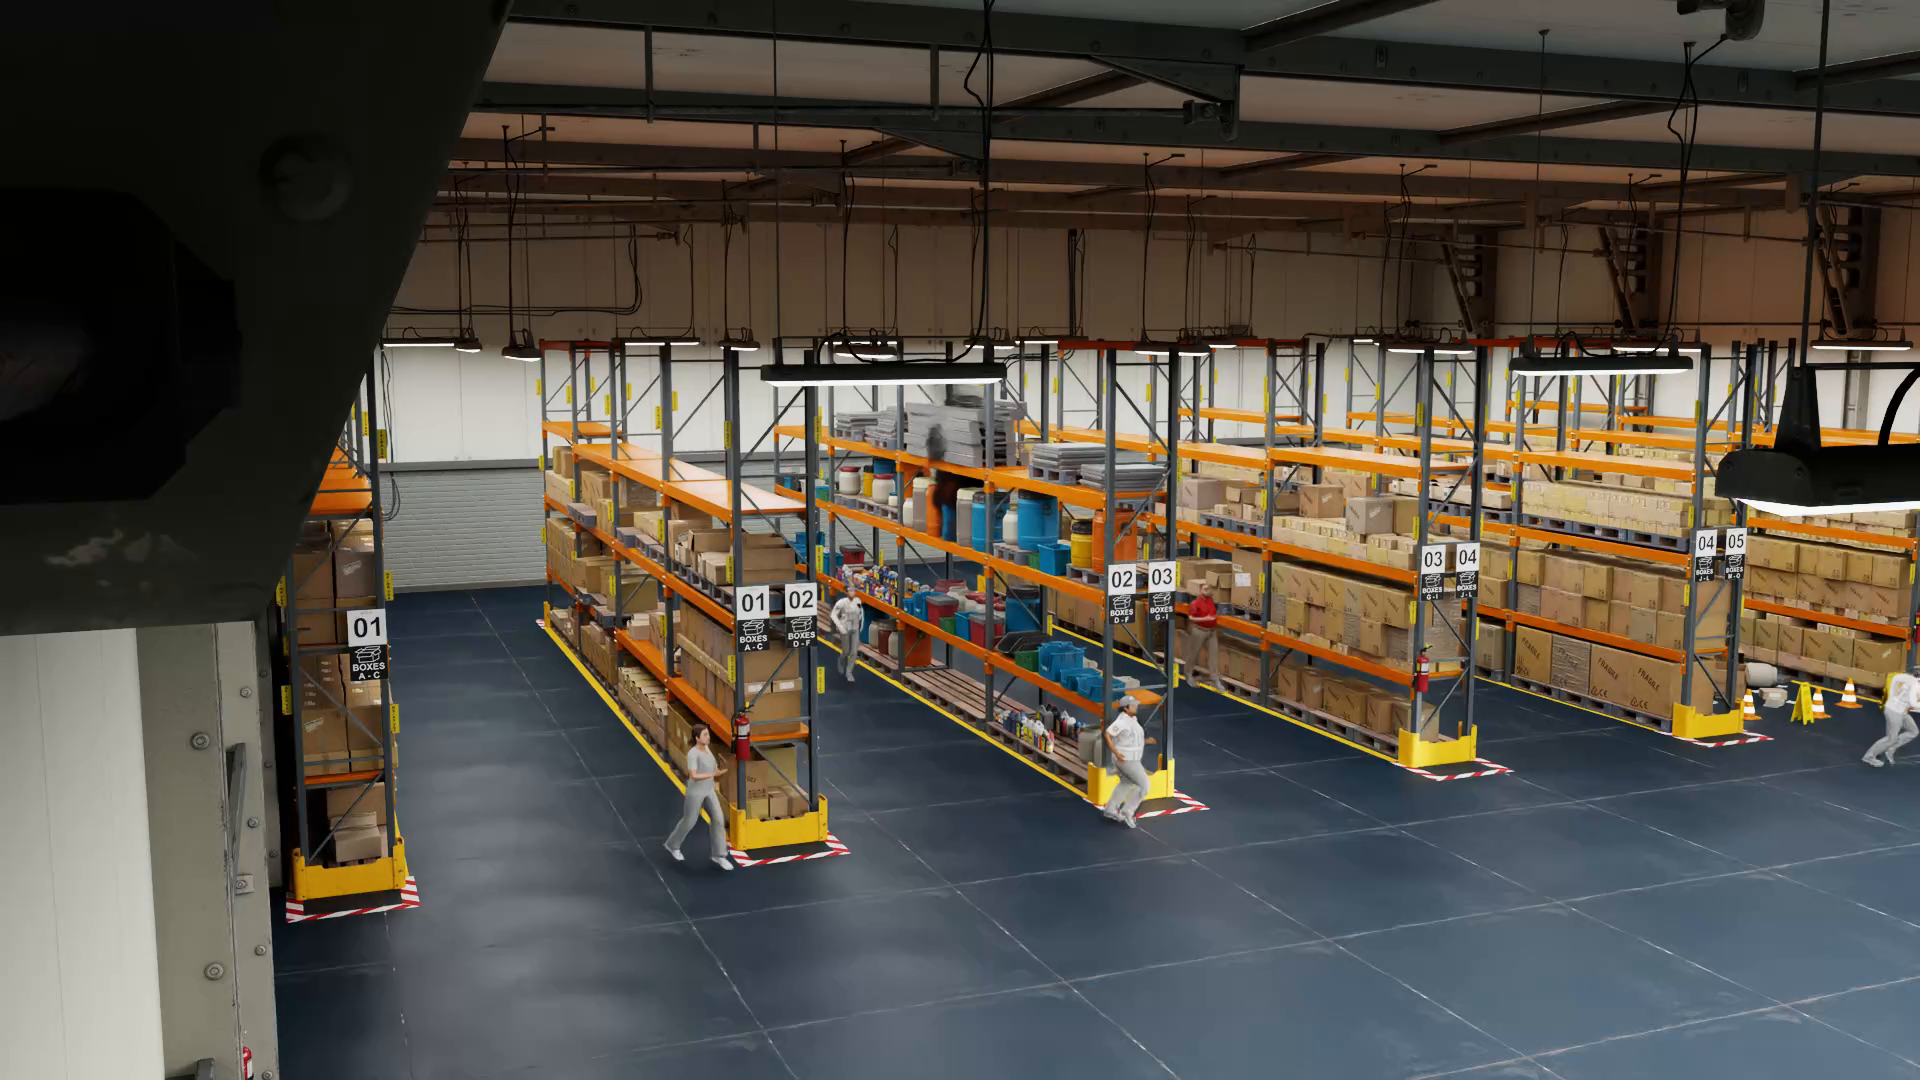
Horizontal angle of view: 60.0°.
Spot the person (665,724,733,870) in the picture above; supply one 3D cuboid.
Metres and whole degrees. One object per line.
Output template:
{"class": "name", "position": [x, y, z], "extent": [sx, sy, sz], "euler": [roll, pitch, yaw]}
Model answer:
{"class": "person", "position": [-3.055, 2.970, 19.382], "extent": [0.909, 1.697, 0.543], "euler": [4, 8, 26]}

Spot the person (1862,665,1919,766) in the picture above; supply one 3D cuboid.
{"class": "person", "position": [13.454, 2.490, 23.778], "extent": [0.888, 1.506, 0.645], "euler": [3, 8, 24]}

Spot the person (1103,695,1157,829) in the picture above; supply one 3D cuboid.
{"class": "person", "position": [2.137, 2.795, 20.993], "extent": [0.688, 1.685, 0.581], "euler": [2, 8, 15]}

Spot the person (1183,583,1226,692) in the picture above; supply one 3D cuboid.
{"class": "person", "position": [4.046, 1.592, 27.543], "extent": [0.655, 1.774, 0.854], "euler": [-5, 9, -32]}

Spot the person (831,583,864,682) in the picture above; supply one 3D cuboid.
{"class": "person", "position": [-1.894, 1.543, 28.444], "extent": [0.643, 1.662, 0.658], "euler": [-4, 8, -28]}
